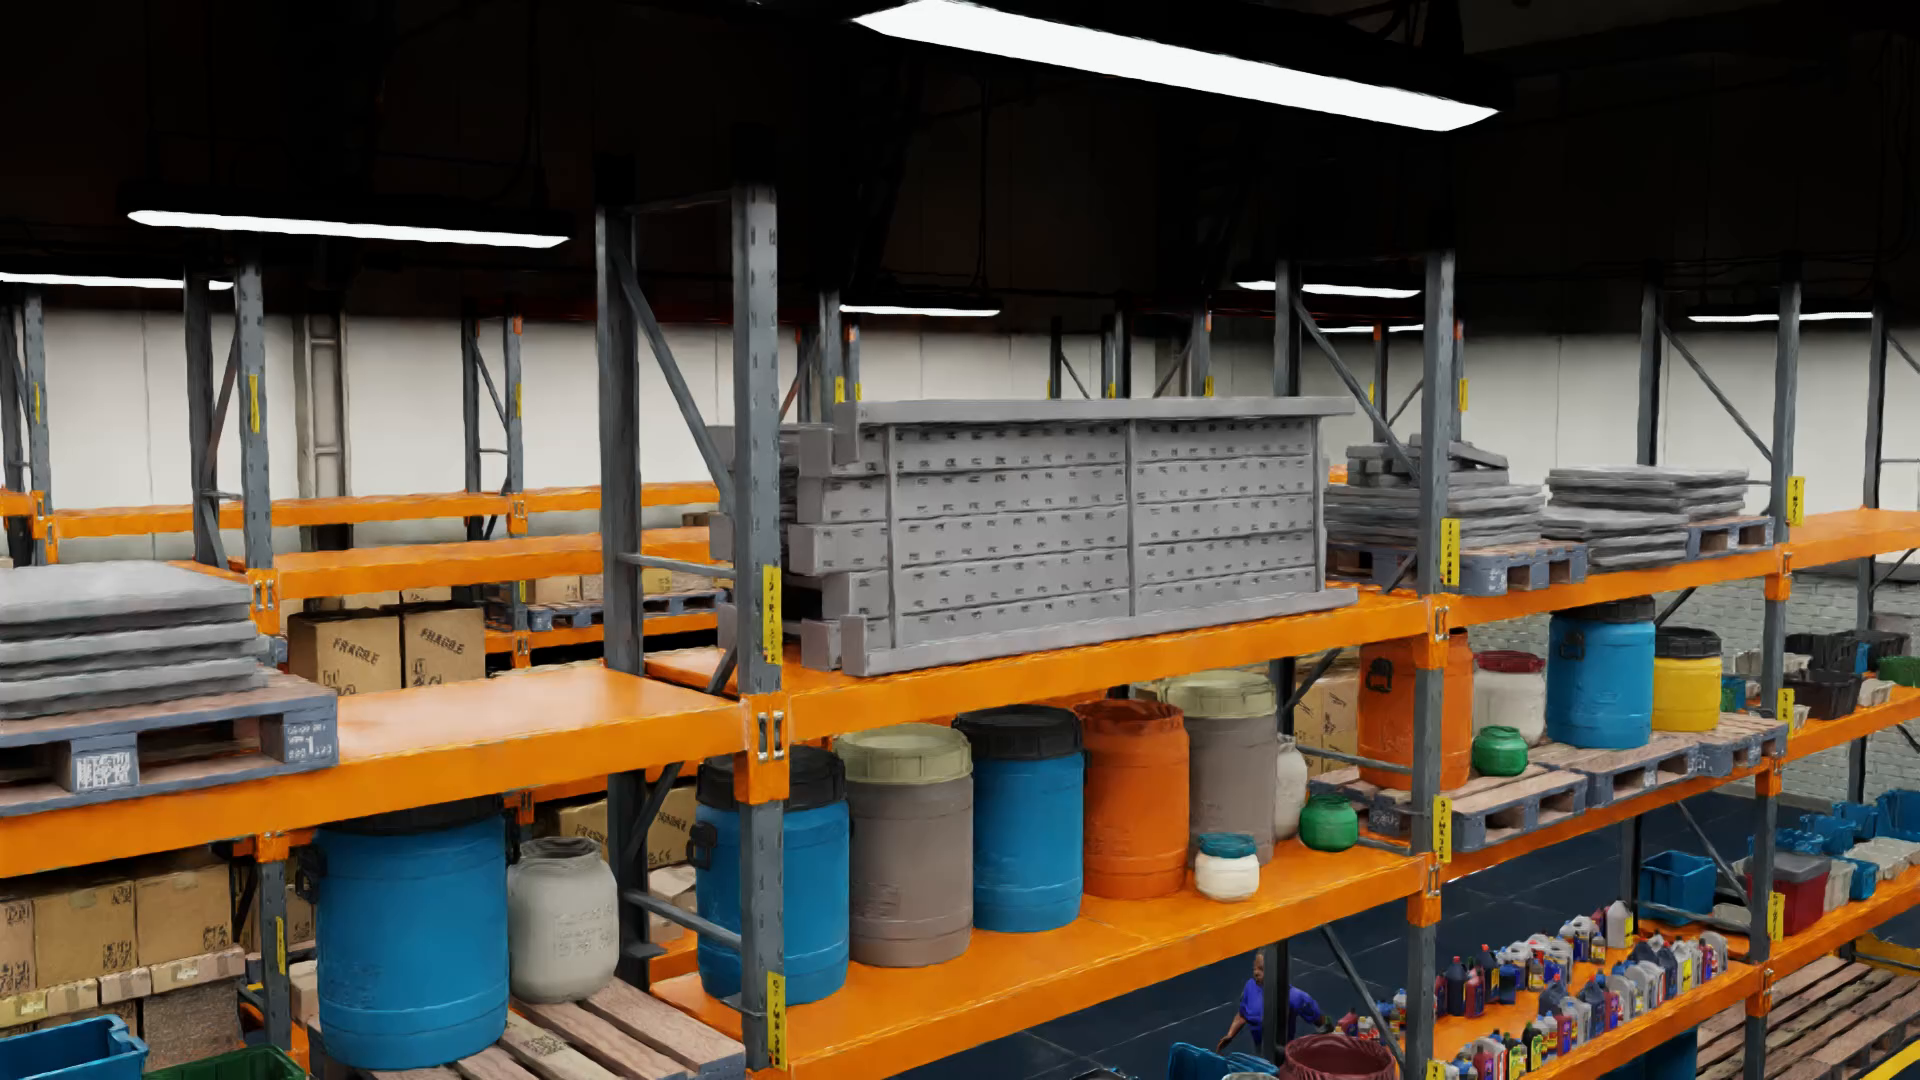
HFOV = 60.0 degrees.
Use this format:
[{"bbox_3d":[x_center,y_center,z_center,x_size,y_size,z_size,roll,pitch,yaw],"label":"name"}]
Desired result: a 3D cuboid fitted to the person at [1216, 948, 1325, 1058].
[{"bbox_3d":[2.036,3.367,10.678,0.831,1.590,0.603,-4,7,-36],"label":"person"}]
